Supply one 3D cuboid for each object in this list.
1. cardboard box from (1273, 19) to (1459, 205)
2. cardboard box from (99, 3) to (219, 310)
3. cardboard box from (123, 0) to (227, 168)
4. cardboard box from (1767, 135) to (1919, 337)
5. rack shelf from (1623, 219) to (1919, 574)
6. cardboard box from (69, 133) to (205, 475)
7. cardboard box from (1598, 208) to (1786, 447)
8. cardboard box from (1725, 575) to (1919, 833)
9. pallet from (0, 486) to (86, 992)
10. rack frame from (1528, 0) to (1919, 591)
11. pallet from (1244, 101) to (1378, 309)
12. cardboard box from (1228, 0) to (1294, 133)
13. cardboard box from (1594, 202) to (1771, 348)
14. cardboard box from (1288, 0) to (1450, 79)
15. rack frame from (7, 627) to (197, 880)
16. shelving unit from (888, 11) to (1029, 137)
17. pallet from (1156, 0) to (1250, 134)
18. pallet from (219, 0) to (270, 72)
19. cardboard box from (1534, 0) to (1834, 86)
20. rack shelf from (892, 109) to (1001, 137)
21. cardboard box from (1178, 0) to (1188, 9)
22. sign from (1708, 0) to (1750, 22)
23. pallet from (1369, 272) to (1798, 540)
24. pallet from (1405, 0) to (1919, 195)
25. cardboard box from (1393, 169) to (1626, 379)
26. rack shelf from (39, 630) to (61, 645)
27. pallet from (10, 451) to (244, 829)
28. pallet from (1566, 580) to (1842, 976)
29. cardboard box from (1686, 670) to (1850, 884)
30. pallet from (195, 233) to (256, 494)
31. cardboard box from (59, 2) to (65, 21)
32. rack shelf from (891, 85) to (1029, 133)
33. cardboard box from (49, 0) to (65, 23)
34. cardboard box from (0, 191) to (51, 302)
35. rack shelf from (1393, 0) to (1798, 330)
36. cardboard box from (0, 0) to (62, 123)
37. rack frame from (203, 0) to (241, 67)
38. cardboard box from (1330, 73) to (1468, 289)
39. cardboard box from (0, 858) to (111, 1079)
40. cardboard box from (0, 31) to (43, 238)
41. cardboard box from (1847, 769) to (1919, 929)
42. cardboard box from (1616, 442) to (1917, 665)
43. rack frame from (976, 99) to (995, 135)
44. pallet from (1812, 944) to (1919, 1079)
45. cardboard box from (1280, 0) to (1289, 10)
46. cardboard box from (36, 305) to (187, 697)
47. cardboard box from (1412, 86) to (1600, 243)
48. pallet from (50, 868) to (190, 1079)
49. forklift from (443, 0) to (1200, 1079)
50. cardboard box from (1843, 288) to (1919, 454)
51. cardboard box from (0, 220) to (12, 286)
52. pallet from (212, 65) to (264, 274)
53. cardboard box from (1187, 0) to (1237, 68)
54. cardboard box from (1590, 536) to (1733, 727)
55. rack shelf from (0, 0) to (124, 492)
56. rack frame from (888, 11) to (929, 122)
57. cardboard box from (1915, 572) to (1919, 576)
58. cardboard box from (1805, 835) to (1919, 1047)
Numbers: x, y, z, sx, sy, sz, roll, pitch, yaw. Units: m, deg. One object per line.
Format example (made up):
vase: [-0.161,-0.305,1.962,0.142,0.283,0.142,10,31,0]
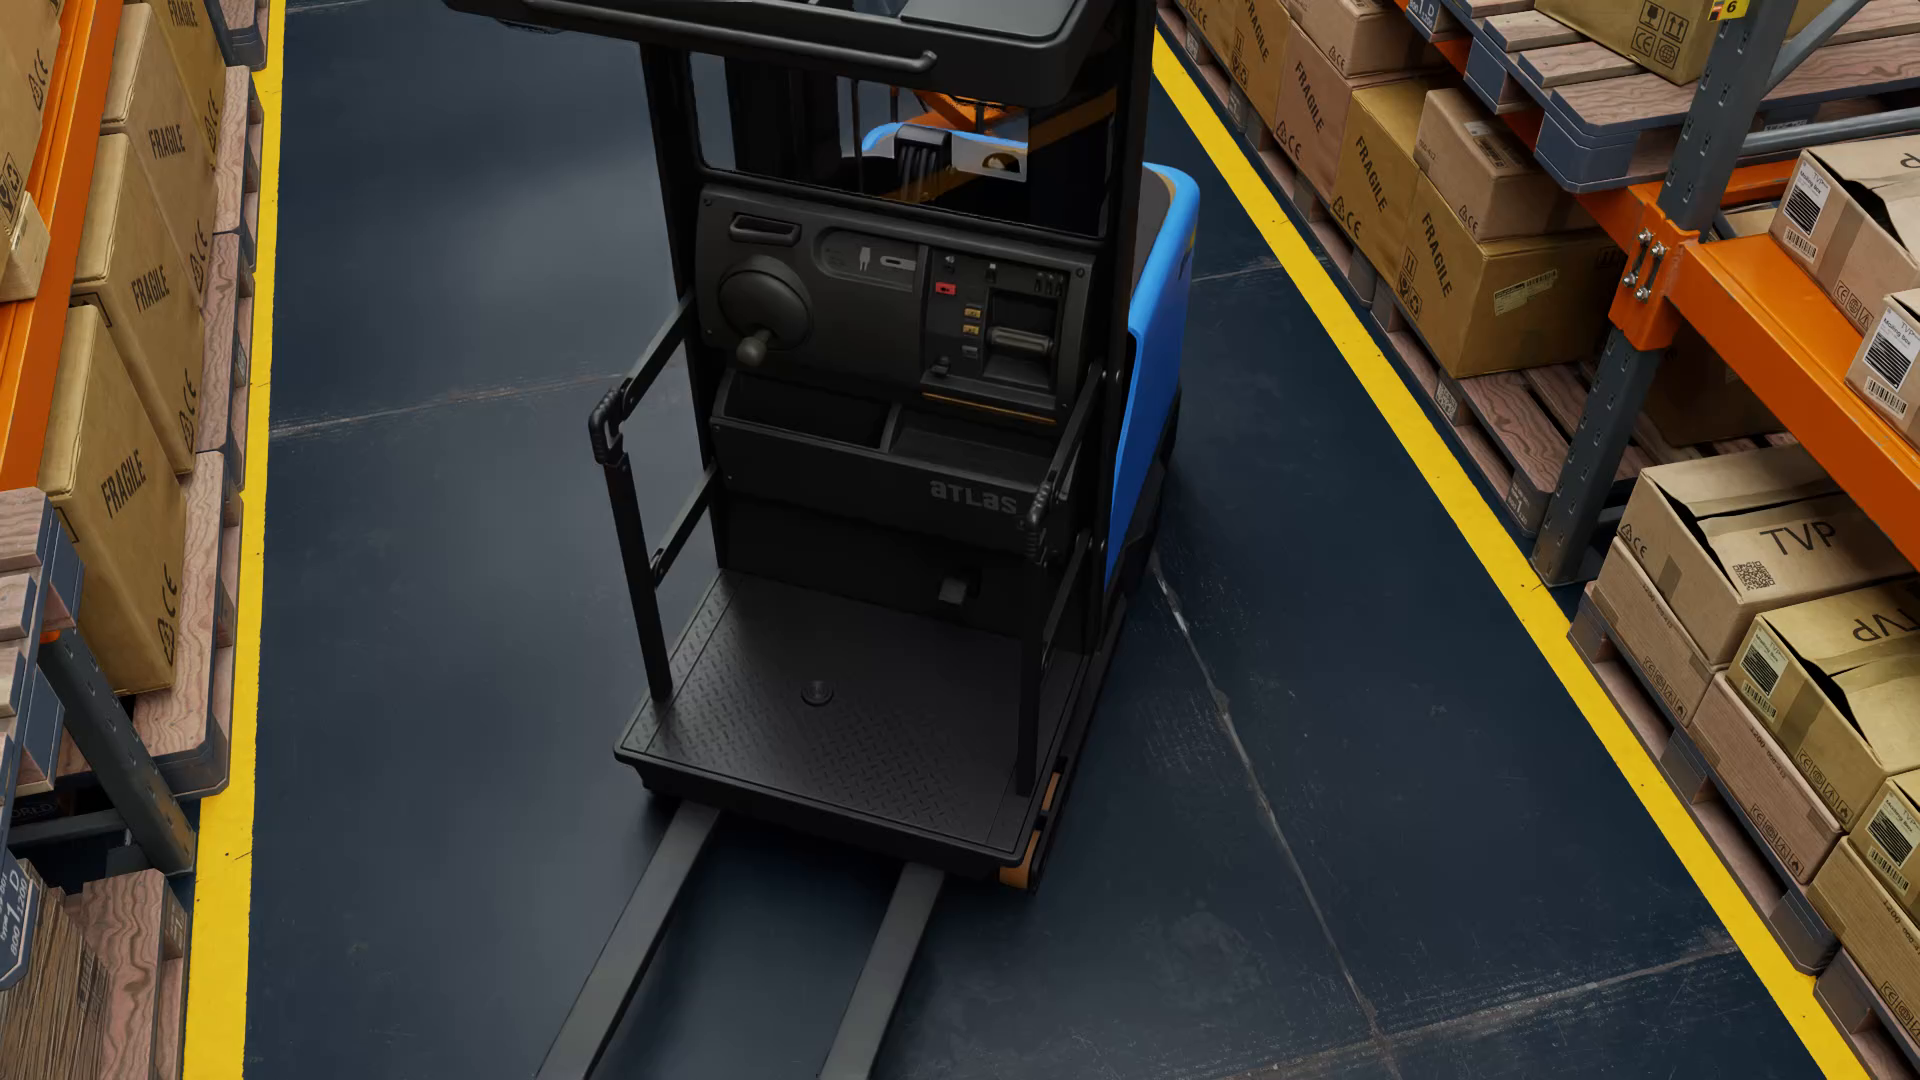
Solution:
cardboard box: [1.530,-1.630,6.189,0.500,0.500,0.500,-12,47,-12]
cardboard box: [-3.020,-1.239,5.575,0.750,0.750,0.750,-9,46,-9]
cardboard box: [-3.251,-1.852,6.176,0.750,0.750,0.750,-10,46,-10]
cardboard box: [2.320,-0.739,3.937,0.500,0.311,0.500,-8,46,-8]
rack shelf: [2.781,0.603,3.062,1.077,0.370,4.000,-11,47,-10]
cardboard box: [-2.798,-0.653,5.001,0.750,0.750,0.750,-11,47,-11]
cardboard box: [2.429,-0.675,5.254,0.500,0.500,0.500,-9,46,-9]
cardboard box: [2.262,0.366,4.030,0.500,0.311,0.500,-12,47,-11]
pallet: [-2.233,0.418,2.874,1.213,0.211,1.003,-11,47,-10]
rack frame: [2.269,-1.030,4.159,1.000,3.000,0.127,-11,47,-10]
pallet: [1.806,-1.417,6.491,1.003,0.211,1.213,-11,47,-10]
cardboard box: [1.401,-1.979,6.531,0.500,0.500,0.500,-10,46,-10]
cardboard box: [2.289,-1.036,5.607,0.500,0.500,0.500,-12,47,-12]
cardboard box: [1.518,-1.918,5.946,0.500,0.250,0.500,-12,47,-11]
rack frame: [-2.519,-0.121,3.269,1.000,3.000,0.127,-11,47,-10]
shelving unit: [0.015,-1.122,5.509,0.258,1.200,0.503,-26,51,-23]
pallet: [1.490,-2.260,7.318,1.003,0.211,1.213,-11,47,-10]
pallet: [-3.662,-2.446,7.499,1.003,0.211,1.213,-11,47,-10]
cardboard box: [1.999,-1.626,4.379,0.700,0.500,0.500,-26,51,-23]
rack shelf: [0.015,-1.231,5.398,0.258,0.148,0.480,-26,51,-23]
cardboard box: [1.133,-2.692,7.230,0.500,0.500,0.500,-13,47,-12]
sign: [1.747,-1.301,3.670,0.100,0.325,0.005,-11,47,-10]
pallet: [2.114,-0.576,5.667,1.003,0.211,1.213,-11,47,-10]
pallet: [2.028,-1.418,4.673,1.213,0.211,1.003,-11,47,-10]
cardboard box: [1.803,-0.911,5.485,0.500,0.500,0.500,-9,46,-9]
rack shelf: [-2.007,1.511,2.172,1.077,0.370,4.000,-11,47,-10]
pallet: [-2.648,0.297,4.811,1.003,0.211,1.213,-11,47,-10]
pallet: [2.442,0.522,4.591,1.003,0.211,1.213,-11,47,-10]
cardboard box: [2.249,0.548,4.244,0.500,0.250,0.500,-12,47,-11]
pallet: [-2.956,-0.544,5.635,1.003,0.211,1.213,-11,47,-10]
cardboard box: [-2.843,-1.550,4.830,0.380,0.149,0.250,-9,46,-9]
rack shelf: [0.015,-1.397,5.229,0.258,0.148,0.480,-26,51,-23]
cardboard box: [-2.788,-1.714,4.537,0.500,0.500,0.500,-10,46,-9]
cardboard box: [-2.421,-0.684,3.982,0.380,0.149,0.250,-9,46,-9]
rack shelf: [1.757,-2.159,5.769,1.077,0.370,4.000,-11,47,-10]
cardboard box: [-2.647,-1.356,4.186,0.500,0.500,0.500,-11,47,-10]
rack frame: [-3.543,-2.883,5.975,1.000,3.000,0.127,-11,47,-10]
cardboard box: [1.670,-1.269,5.835,0.500,0.500,0.500,-12,47,-12]
cardboard box: [-2.284,1.087,3.526,0.700,0.500,0.500,-10,46,-10]
cardboard box: [-2.521,-1.013,3.850,0.500,0.500,0.500,-9,46,-9]
cardboard box: [2.390,0.719,3.684,0.500,0.311,0.500,-12,47,-11]
cardboard box: [2.119,0.005,4.384,0.500,0.311,0.500,-9,46,-9]
rack frame: [0.151,-0.977,5.368,0.240,1.200,0.015,-26,51,-23]
pallet: [2.751,1.363,3.767,1.003,0.211,1.213,-11,47,-10]
cardboard box: [1.389,-2.264,6.285,0.500,0.250,0.500,-11,47,-10]
cardboard box: [-2.580,-0.047,4.407,0.750,0.750,0.750,-11,47,-11]
cardboard box: [1.784,-1.212,5.255,0.500,0.250,0.500,-9,46,-9]
pallet: [-2.320,1.395,3.735,1.003,0.211,1.213,-11,47,-10]
forklift: [-0.228,-0.444,3.633,1.130,2.935,3.031,13,47,12]
cardboard box: [2.311,-0.345,3.551,0.500,0.311,0.500,-11,47,-11]
cardboard box: [-2.396,-0.649,3.494,0.500,0.500,0.500,-9,46,-9]
pallet: [-3.272,-1.388,6.462,1.003,0.211,1.213,-11,47,-10]
cardboard box: [1.281,-2.325,6.871,0.500,0.500,0.500,-10,46,-10]
cardboard box: [2.119,0.201,4.584,0.500,0.250,0.500,-11,47,-10]
rack shelf: [-3.031,-1.250,4.879,1.077,0.370,4.000,-11,47,-10]
rack frame: [-0.122,-1.266,5.651,0.240,1.200,0.015,-26,51,-23]
cardboard box: [2.641,-0.094,4.480,0.500,0.311,0.500,-10,46,-9]
cardboard box: [2.388,0.906,3.893,0.500,0.250,0.500,-12,47,-11]
